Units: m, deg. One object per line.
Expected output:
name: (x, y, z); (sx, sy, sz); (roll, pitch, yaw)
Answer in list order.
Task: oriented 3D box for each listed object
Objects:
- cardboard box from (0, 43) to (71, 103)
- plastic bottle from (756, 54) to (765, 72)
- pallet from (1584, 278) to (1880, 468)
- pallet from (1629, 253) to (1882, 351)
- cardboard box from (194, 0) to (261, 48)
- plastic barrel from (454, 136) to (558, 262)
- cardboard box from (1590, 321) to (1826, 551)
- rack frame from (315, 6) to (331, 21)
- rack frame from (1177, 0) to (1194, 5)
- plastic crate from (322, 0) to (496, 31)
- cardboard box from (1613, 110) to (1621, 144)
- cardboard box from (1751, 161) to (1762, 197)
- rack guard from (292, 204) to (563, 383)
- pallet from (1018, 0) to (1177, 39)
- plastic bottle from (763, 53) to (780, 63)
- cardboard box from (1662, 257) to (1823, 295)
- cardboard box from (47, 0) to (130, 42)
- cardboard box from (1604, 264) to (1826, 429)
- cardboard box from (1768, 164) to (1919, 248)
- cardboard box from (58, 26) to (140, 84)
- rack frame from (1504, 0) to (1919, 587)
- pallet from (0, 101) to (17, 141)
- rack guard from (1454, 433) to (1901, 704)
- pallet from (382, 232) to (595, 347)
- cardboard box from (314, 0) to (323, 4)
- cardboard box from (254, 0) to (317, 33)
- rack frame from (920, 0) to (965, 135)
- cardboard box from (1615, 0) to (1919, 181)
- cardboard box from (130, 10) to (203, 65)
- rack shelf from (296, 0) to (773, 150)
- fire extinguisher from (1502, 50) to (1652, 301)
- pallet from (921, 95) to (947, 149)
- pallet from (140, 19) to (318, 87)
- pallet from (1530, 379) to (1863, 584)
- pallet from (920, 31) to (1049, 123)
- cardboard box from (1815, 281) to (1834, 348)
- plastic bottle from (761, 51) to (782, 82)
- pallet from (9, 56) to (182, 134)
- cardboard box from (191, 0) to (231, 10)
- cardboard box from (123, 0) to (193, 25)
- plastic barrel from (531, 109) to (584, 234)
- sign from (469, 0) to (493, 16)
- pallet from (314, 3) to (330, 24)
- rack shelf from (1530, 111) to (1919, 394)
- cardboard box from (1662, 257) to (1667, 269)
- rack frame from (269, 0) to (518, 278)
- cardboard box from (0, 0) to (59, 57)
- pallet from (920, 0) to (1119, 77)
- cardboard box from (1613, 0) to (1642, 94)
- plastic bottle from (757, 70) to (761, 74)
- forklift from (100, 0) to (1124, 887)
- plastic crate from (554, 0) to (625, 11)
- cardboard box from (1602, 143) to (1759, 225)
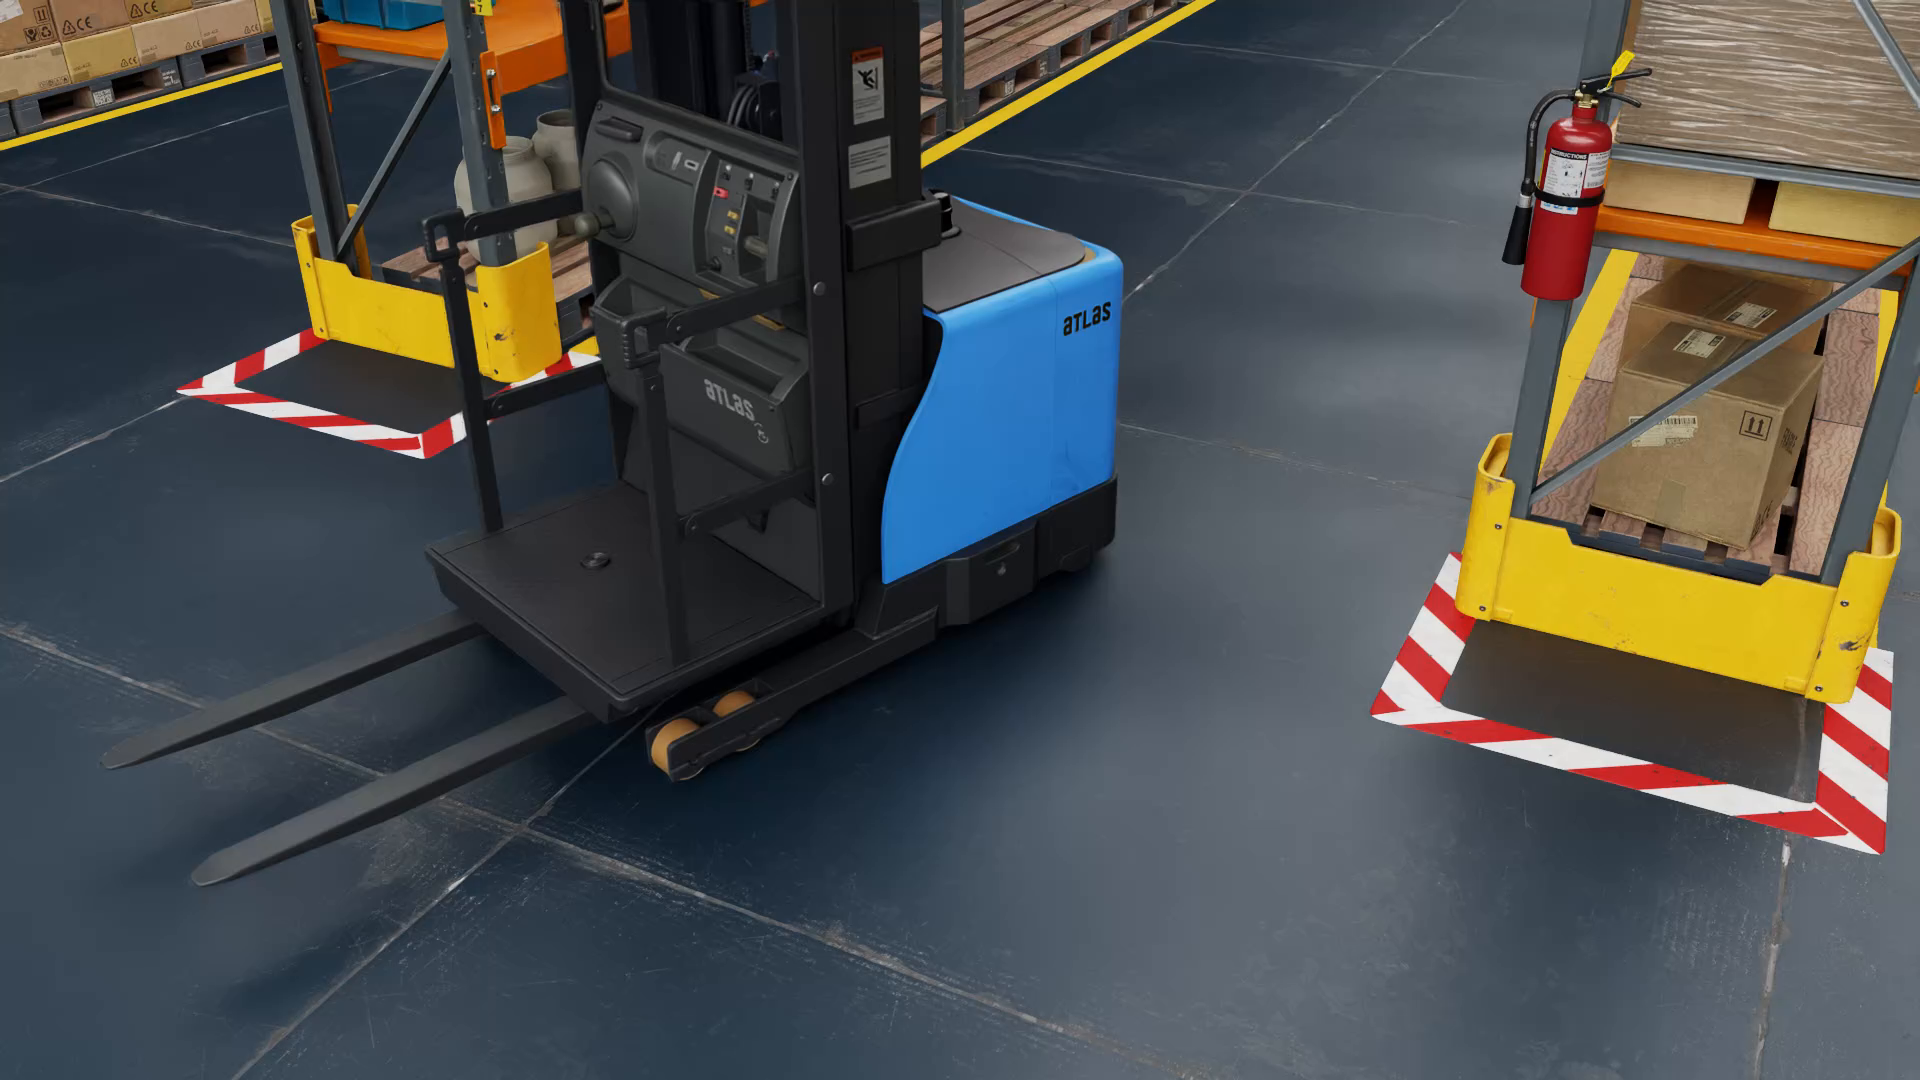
cardboard box: (-5.780, -2.851, 10.041); (0.500, 0.250, 0.500); (14, 33, 23)
plastic bottle: (-1.183, -2.656, 9.581); (0.144, 0.351, 0.185); (15, 33, 25)
pallet: (3.135, -0.696, 6.750); (1.003, 0.211, 1.213); (14, 33, 23)
pallet: (3.689, -1.239, 7.695); (1.003, 0.211, 1.213); (14, 33, 23)
cardboard box: (-5.107, -3.518, 11.203); (0.500, 0.250, 0.500); (14, 33, 23)
plastic barrel: (-2.036, -1.517, 7.455); (0.421, 0.512, 0.421); (0, 30, 0)
cardboard box: (2.441, -0.352, 5.439); (0.500, 0.500, 0.500); (21, 36, 32)
rack frame: (-4.853, -5.003, 11.450); (1.000, 3.000, 0.127); (14, 33, 23)
rack frame: (1.377, -5.651, 12.578); (1.000, 3.000, 0.127); (14, 33, 23)
plastic crate: (-2.306, -2.330, 6.944); (0.499, 0.251, 0.616); (14, 33, 23)
cardboard box: (2.270, -1.278, 5.216); (0.380, 0.149, 0.250); (14, 33, 23)
cardboard box: (2.202, -1.156, 5.002); (0.380, 0.149, 0.250); (14, 33, 23)
rack guard: (-2.275, -1.065, 7.102); (1.175, 0.500, 0.348); (14, 33, 23)
pallet: (0.989, -4.107, 12.690); (1.003, 0.211, 1.213); (14, 33, 23)
plastic bottle: (-1.104, -2.696, 9.726); (0.152, 0.276, 0.135); (16, 33, 25)
cardboard box: (2.985, -0.898, 6.390); (0.500, 0.500, 0.500); (18, 34, 28)
cardboard box: (-5.547, -3.396, 10.238); (0.500, 0.500, 0.500); (14, 33, 23)
cardboard box: (2.683, -0.625, 5.914); (0.500, 0.500, 0.500); (24, 38, 36)
cardboard box: (2.484, -0.944, 4.634); (0.380, 0.149, 0.250); (14, 33, 23)
cardboard box: (-5.548, -3.071, 10.425); (0.500, 0.250, 0.500); (14, 33, 23)
rack frame: (2.142, -0.981, 4.446); (1.000, 3.000, 0.127); (14, 33, 23)
pallet: (-6.364, -2.369, 9.663); (1.003, 0.211, 1.213); (14, 33, 23)
rack guard: (2.176, 0.070, 5.127); (1.175, 0.500, 0.348); (14, 33, 23)
pallet: (-1.900, -1.298, 7.799); (1.003, 0.211, 1.213); (14, 33, 23)
cardboard box: (-4.449, -4.115, 12.243); (0.500, 0.250, 0.500); (13, 33, 22)
cardboard box: (-4.870, -3.737, 11.586); (0.500, 0.250, 0.500); (14, 33, 23)
rack frame: (-0.445, -3.877, 9.490); (1.000, 3.000, 0.127); (14, 33, 23)
cardboard box: (2.417, -1.391, 4.760); (0.875, 0.500, 0.500); (14, 33, 23)
cardboard box: (-5.321, -3.293, 10.812); (0.500, 0.250, 0.500); (14, 33, 23)
rack shelf: (-1.357, -2.679, 8.125); (1.077, 0.370, 4.000); (14, 33, 23)
fire extinguisher: (1.679, -1.001, 4.558); (0.296, 0.674, 0.183); (14, 33, 23)
pallet: (-0.789, -2.380, 9.682); (1.003, 0.211, 1.213); (14, 33, 23)
pallet: (-5.253, -3.451, 11.547); (1.003, 0.211, 1.213); (14, 33, 23)
pallet: (2.578, -0.157, 5.812); (1.003, 0.211, 1.213); (14, 33, 23)
pallet: (-0.122, -3.025, 10.806); (1.003, 0.211, 1.213); (14, 33, 23)
cardboard box: (3.279, -1.135, 6.803); (0.500, 0.500, 0.500); (11, 32, 19)
plastic bottle: (-1.054, -2.623, 9.524); (0.144, 0.351, 0.185); (14, 33, 23)
pallet: (-5.807, -2.908, 10.601); (1.003, 0.211, 1.213); (14, 33, 23)
cardboard box: (-5.108, -3.844, 11.017); (0.500, 0.500, 0.500); (14, 33, 23)
cardboard box: (-5.333, -3.621, 10.630); (0.500, 0.500, 0.500); (14, 33, 23)
plastic barrel: (-1.808, -1.739, 7.842); (0.421, 0.512, 0.421); (0, 30, 0)
sign: (-1.780, -2.098, 6.113); (0.100, 0.325, 0.005); (14, 33, 23)
pallet: (-4.552, -4.129, 12.728); (1.003, 0.211, 1.213); (14, 33, 23)
rack shelf: (3.053, -1.555, 6.169); (1.077, 0.370, 4.000); (14, 33, 23)
cardboard box: (3.492, -1.428, 7.313); (0.500, 0.500, 0.500); (-26, 39, -37)
rack frame: (-2.268, -2.104, 6.402); (1.000, 3.000, 0.127); (14, 33, 23)
cardboard box: (-5.791, -3.178, 9.859); (0.500, 0.500, 0.500); (14, 33, 23)
pallet: (0.432, -3.568, 11.751); (1.003, 0.211, 1.213); (14, 33, 23)
cardboard box: (2.537, -1.639, 5.194); (0.875, 0.500, 0.500); (14, 33, 23)
plastic bottle: (-1.141, -2.530, 9.441); (0.097, 0.271, 0.097); (0, 30, 0)
forklift: (-0.899, -0.902, 4.377); (3.031, 2.935, 1.130); (-25, 38, -36)
plastic crate: (-1.574, -2.314, 7.032); (0.298, 0.136, 0.250); (14, 33, 23)
cardboard box: (2.088, -1.045, 4.810); (0.380, 0.149, 0.250); (14, 33, 23)
